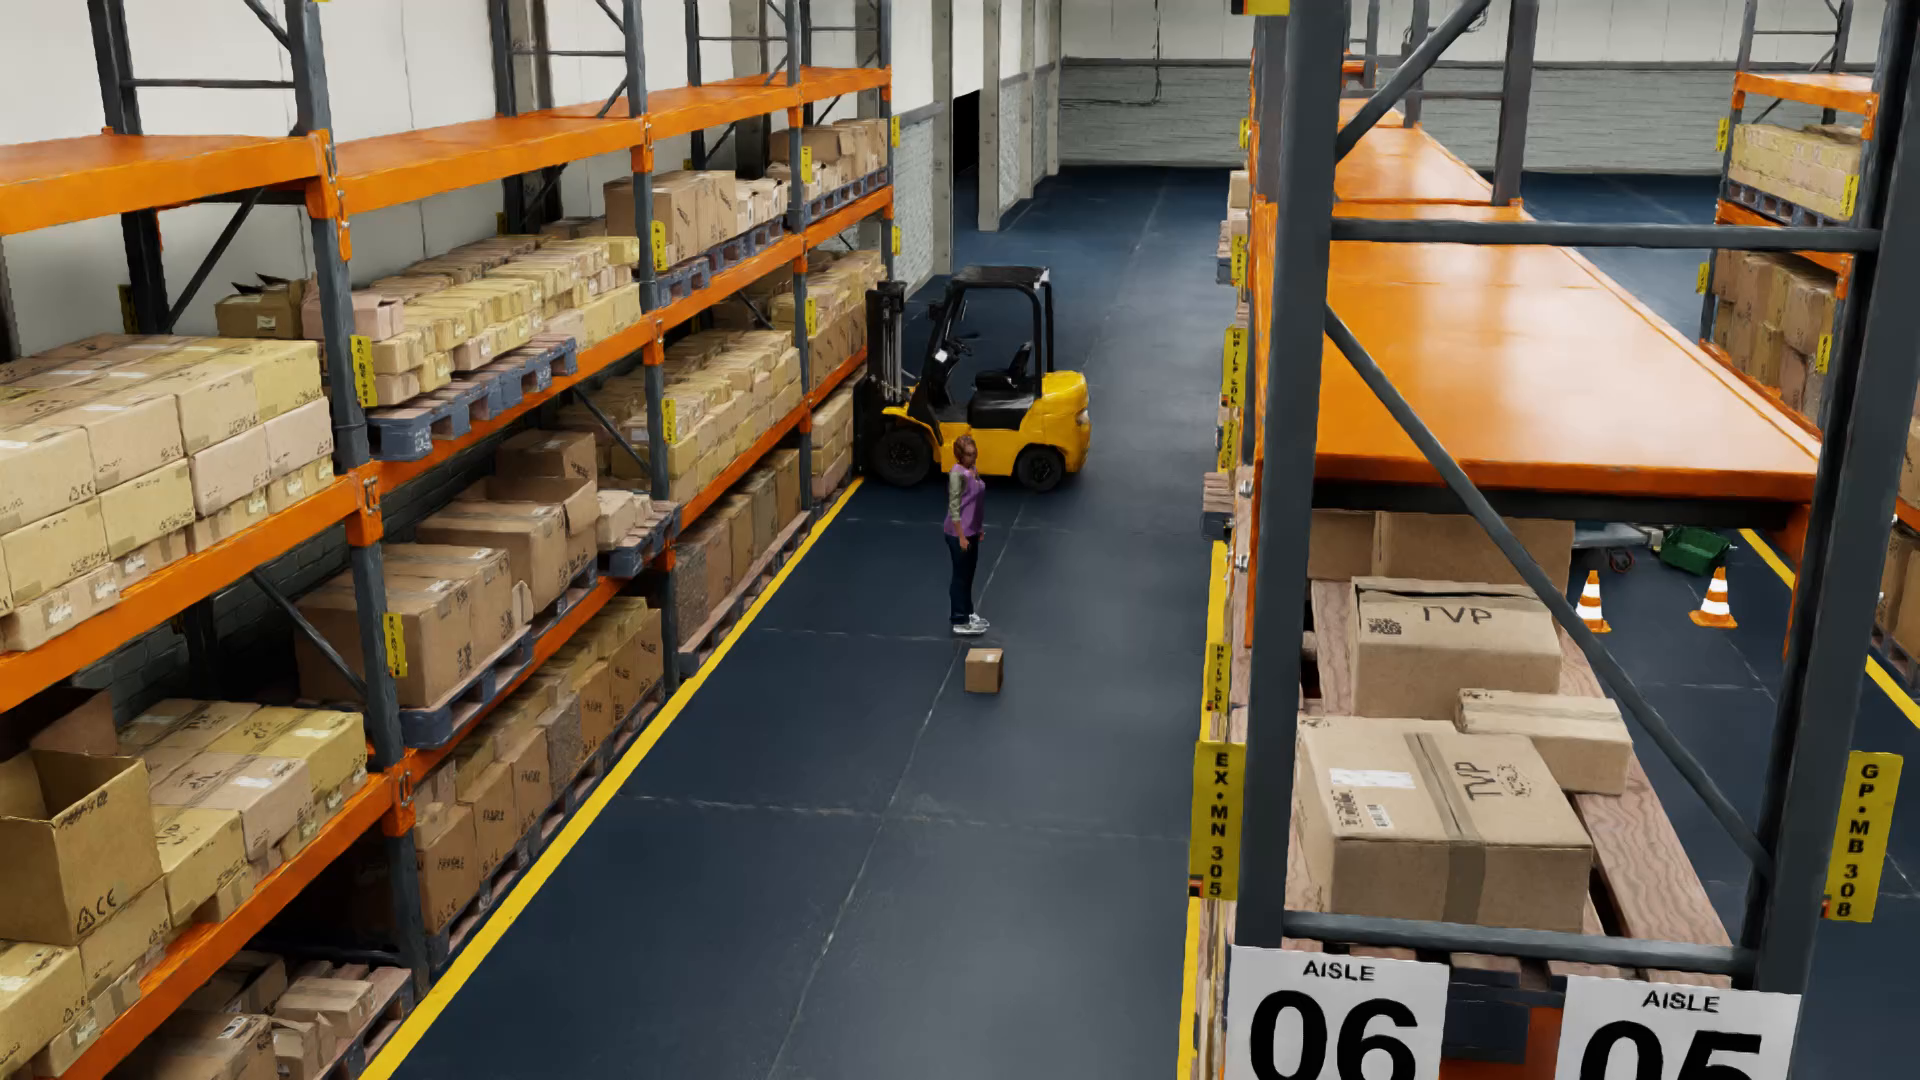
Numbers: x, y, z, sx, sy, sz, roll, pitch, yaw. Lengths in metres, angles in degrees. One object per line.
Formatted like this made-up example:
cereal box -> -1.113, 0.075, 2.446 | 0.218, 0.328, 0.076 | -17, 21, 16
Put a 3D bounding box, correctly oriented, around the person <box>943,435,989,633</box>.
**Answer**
person -> 0.051, -0.040, 13.167 | 0.363, 1.632, 0.460 | 7, 19, 19
